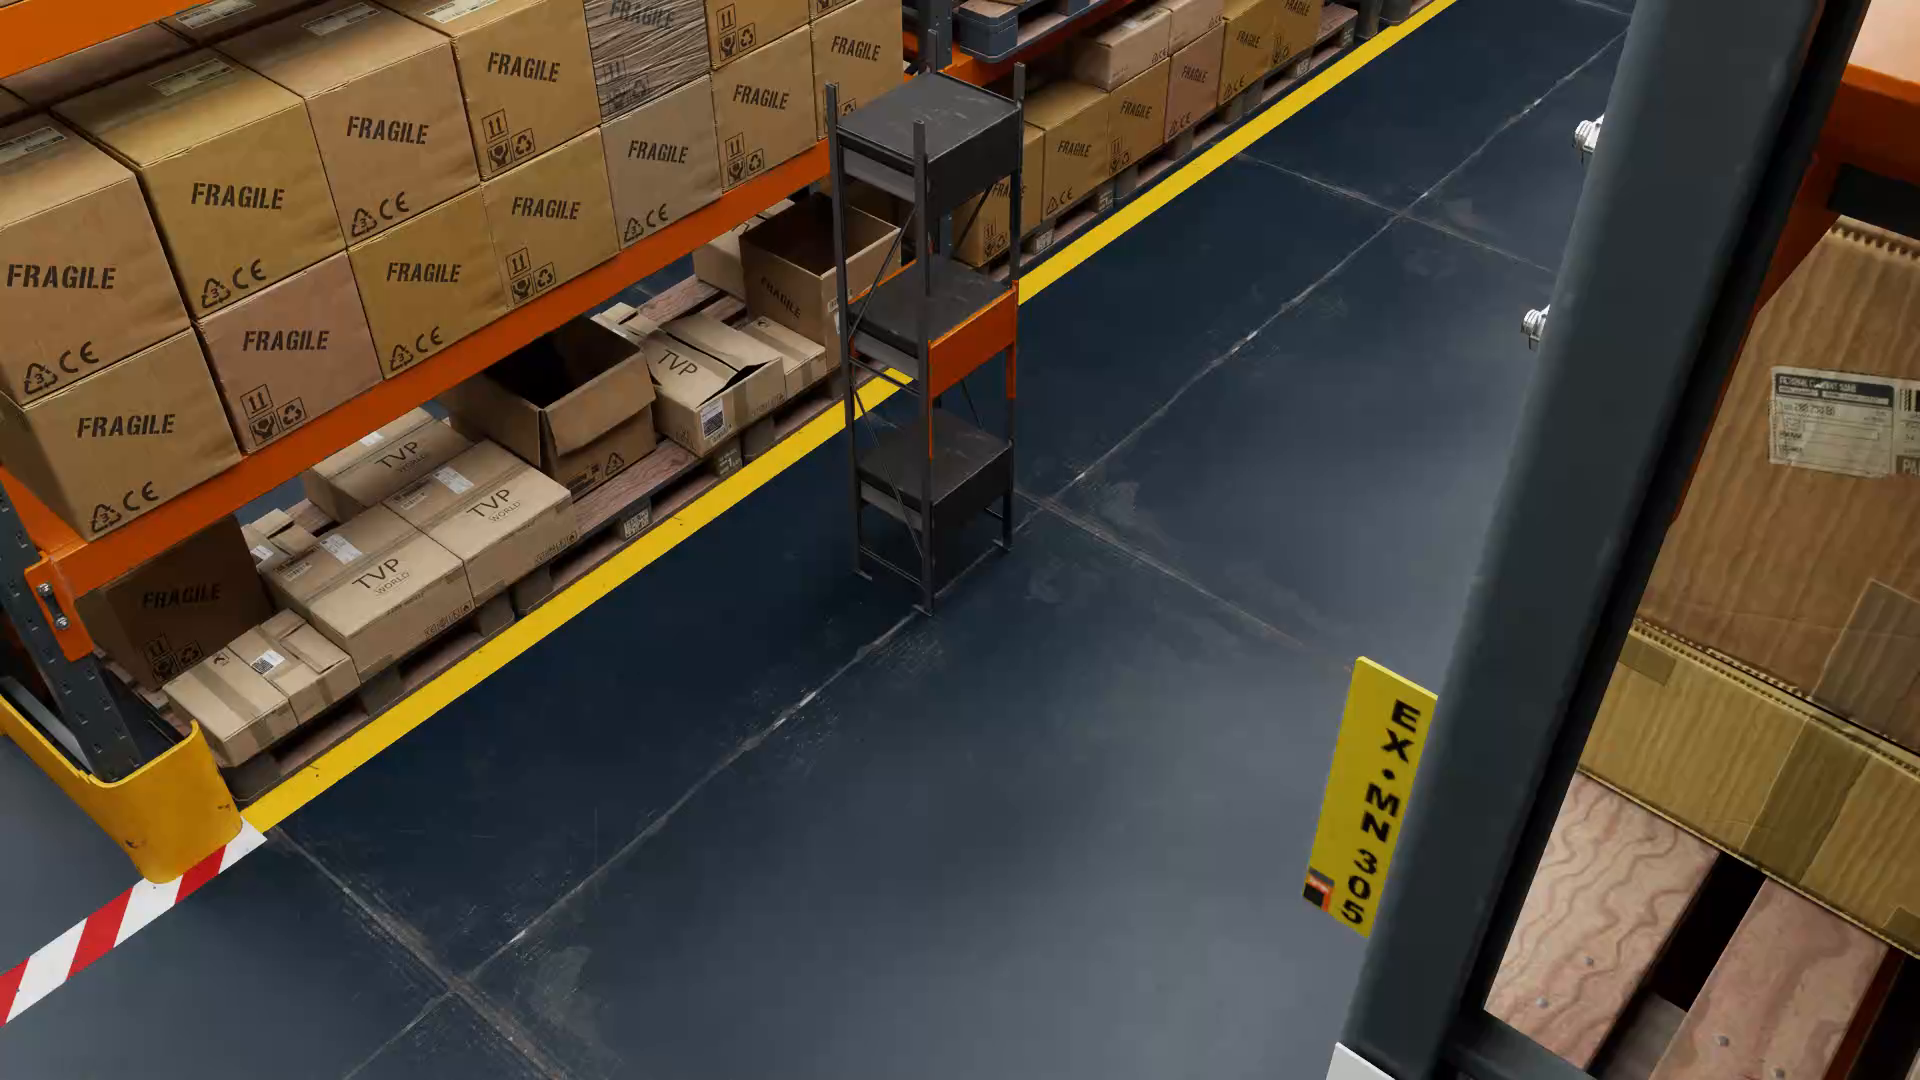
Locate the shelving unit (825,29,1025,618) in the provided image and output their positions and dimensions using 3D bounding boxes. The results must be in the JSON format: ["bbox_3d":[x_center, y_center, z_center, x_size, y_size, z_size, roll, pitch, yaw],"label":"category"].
[{"bbox_3d":[-0.107,-0.692,5.950,0.431,2.100,0.503,29,50,28],"label":"shelving unit"}]

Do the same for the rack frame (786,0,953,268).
[{"bbox_3d":[-0.453,-2.316,7.068,1.000,3.000,0.127,29,50,28],"label":"rack frame"}]

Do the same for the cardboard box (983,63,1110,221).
[{"bbox_3d":[0.380,-1.977,8.226,0.500,0.500,0.500,30,50,29],"label":"cardboard box"}]

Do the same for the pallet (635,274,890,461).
[{"bbox_3d":[-0.895,-0.931,7.617,1.003,0.211,1.213,29,50,28],"label":"pallet"}]

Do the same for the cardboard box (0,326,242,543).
[{"bbox_3d":[-2.539,-0.408,4.895,0.500,0.500,0.500,31,50,29],"label":"cardboard box"}]

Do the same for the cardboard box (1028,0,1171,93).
[{"bbox_3d":[0.689,-2.490,8.233,0.500,0.250,0.500,30,50,29],"label":"cardboard box"}]

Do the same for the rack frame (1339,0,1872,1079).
[{"bbox_3d":[0.767,-0.333,0.428,1.000,3.000,0.127,29,50,28],"label":"rack frame"}]

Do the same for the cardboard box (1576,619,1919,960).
[{"bbox_3d":[1.035,0.148,1.853,0.500,0.250,0.500,31,51,30],"label":"cardboard box"}]

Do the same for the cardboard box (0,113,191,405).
[{"bbox_3d":[-2.539,-0.778,4.558,0.500,0.500,0.500,31,51,30],"label":"cardboard box"}]

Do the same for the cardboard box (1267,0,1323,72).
[{"bbox_3d":[1.699,-3.031,9.384,0.500,0.500,0.500,32,51,30],"label":"cardboard box"}]

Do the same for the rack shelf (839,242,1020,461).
[{"bbox_3d":[-0.107,-0.682,5.959,0.431,0.518,0.480,29,50,28],"label":"rack shelf"}]

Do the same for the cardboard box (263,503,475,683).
[{"bbox_3d":[-2.138,0.183,6.036,0.500,0.250,0.500,29,50,28],"label":"cardboard box"}]

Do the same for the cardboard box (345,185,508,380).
[{"bbox_3d":[-1.886,-0.933,5.472,0.500,0.500,0.500,29,50,28],"label":"cardboard box"}]

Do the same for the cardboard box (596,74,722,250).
[{"bbox_3d":[-1.237,-1.453,6.044,0.500,0.500,0.500,31,50,29],"label":"cardboard box"}]

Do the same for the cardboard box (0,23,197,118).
[{"bbox_3d":[-2.626,-1.272,5.102,0.500,0.500,0.500,31,51,29],"label":"cardboard box"}]

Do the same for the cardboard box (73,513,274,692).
[{"bbox_3d":[-2.865,0.119,5.921,0.500,0.500,0.500,29,50,28],"label":"cardboard box"}]

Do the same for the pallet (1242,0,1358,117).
[{"bbox_3d":[1.612,-2.976,9.866,1.003,0.211,1.213,29,50,28],"label":"pallet"}]

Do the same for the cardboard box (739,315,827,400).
[{"bbox_3d":[-0.798,-0.789,7.180,0.380,0.149,0.250,29,50,28],"label":"cardboard box"}]

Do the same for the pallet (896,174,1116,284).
[{"bbox_3d":[0.042,-1.720,8.484,1.003,0.211,1.213,29,50,28],"label":"pallet"}]

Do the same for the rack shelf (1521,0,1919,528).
[{"bbox_3d":[2.054,-0.949,1.937,1.077,0.370,4.000,29,50,28],"label":"rack shelf"}]

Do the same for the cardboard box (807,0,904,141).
[{"bbox_3d":[-0.578,-1.985,6.629,0.500,0.500,0.500,30,50,29],"label":"cardboard box"}]

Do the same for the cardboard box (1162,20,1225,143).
[{"bbox_3d":[1.033,-2.491,8.791,0.500,0.500,0.500,28,49,27],"label":"cardboard box"}]

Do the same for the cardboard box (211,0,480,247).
[{"bbox_3d":[-1.883,-1.306,5.139,0.500,0.500,0.500,30,50,29],"label":"cardboard box"}]

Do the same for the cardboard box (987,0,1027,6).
[{"bbox_3d":[0.024,-2.656,7.055,0.700,0.500,0.500,14,44,15],"label":"cardboard box"}]

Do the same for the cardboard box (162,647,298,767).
[{"bbox_3d":[-2.494,0.569,5.687,0.380,0.149,0.250,29,50,28],"label":"cardboard box"}]

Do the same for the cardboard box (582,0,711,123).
[{"bbox_3d":[-1.232,-1.826,5.711,0.500,0.500,0.500,30,50,29],"label":"cardboard box"}]

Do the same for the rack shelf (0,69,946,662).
[{"bbox_3d":[-1.740,-1.020,6.177,1.077,0.370,4.000,29,50,28],"label":"rack shelf"}]

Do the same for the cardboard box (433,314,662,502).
[{"bbox_3d":[-1.658,-0.586,6.693,0.797,0.503,0.637,29,50,28],"label":"cardboard box"}]

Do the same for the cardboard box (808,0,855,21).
[{"bbox_3d":[-0.580,-2.351,6.288,0.500,0.500,0.500,30,50,29],"label":"cardboard box"}]

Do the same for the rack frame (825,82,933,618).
[{"bbox_3d":[-0.264,-0.566,5.812,0.400,2.100,0.015,29,50,28],"label":"rack frame"}]

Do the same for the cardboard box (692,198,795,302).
[{"bbox_3d":[-0.888,-1.362,7.690,0.500,0.311,0.500,29,50,28],"label":"cardboard box"}]

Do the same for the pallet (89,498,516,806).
[{"bbox_3d":[-2.466,0.325,6.236,1.003,0.211,1.213,29,50,28],"label":"pallet"}]

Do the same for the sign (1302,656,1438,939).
[{"bbox_3d":[0.361,0.236,1.432,0.100,0.325,0.005,29,50,28],"label":"sign"}]

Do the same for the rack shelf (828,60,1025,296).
[{"bbox_3d":[-0.107,-1.199,5.488,0.431,0.518,0.480,29,50,28],"label":"rack shelf"}]

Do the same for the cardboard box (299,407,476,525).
[{"bbox_3d":[-2.231,-0.265,6.528,0.500,0.250,0.500,29,50,28],"label":"cardboard box"}]

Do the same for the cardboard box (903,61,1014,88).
[{"bbox_3d":[-0.030,-2.183,8.453,0.500,0.500,0.500,30,50,29],"label":"cardboard box"}]
